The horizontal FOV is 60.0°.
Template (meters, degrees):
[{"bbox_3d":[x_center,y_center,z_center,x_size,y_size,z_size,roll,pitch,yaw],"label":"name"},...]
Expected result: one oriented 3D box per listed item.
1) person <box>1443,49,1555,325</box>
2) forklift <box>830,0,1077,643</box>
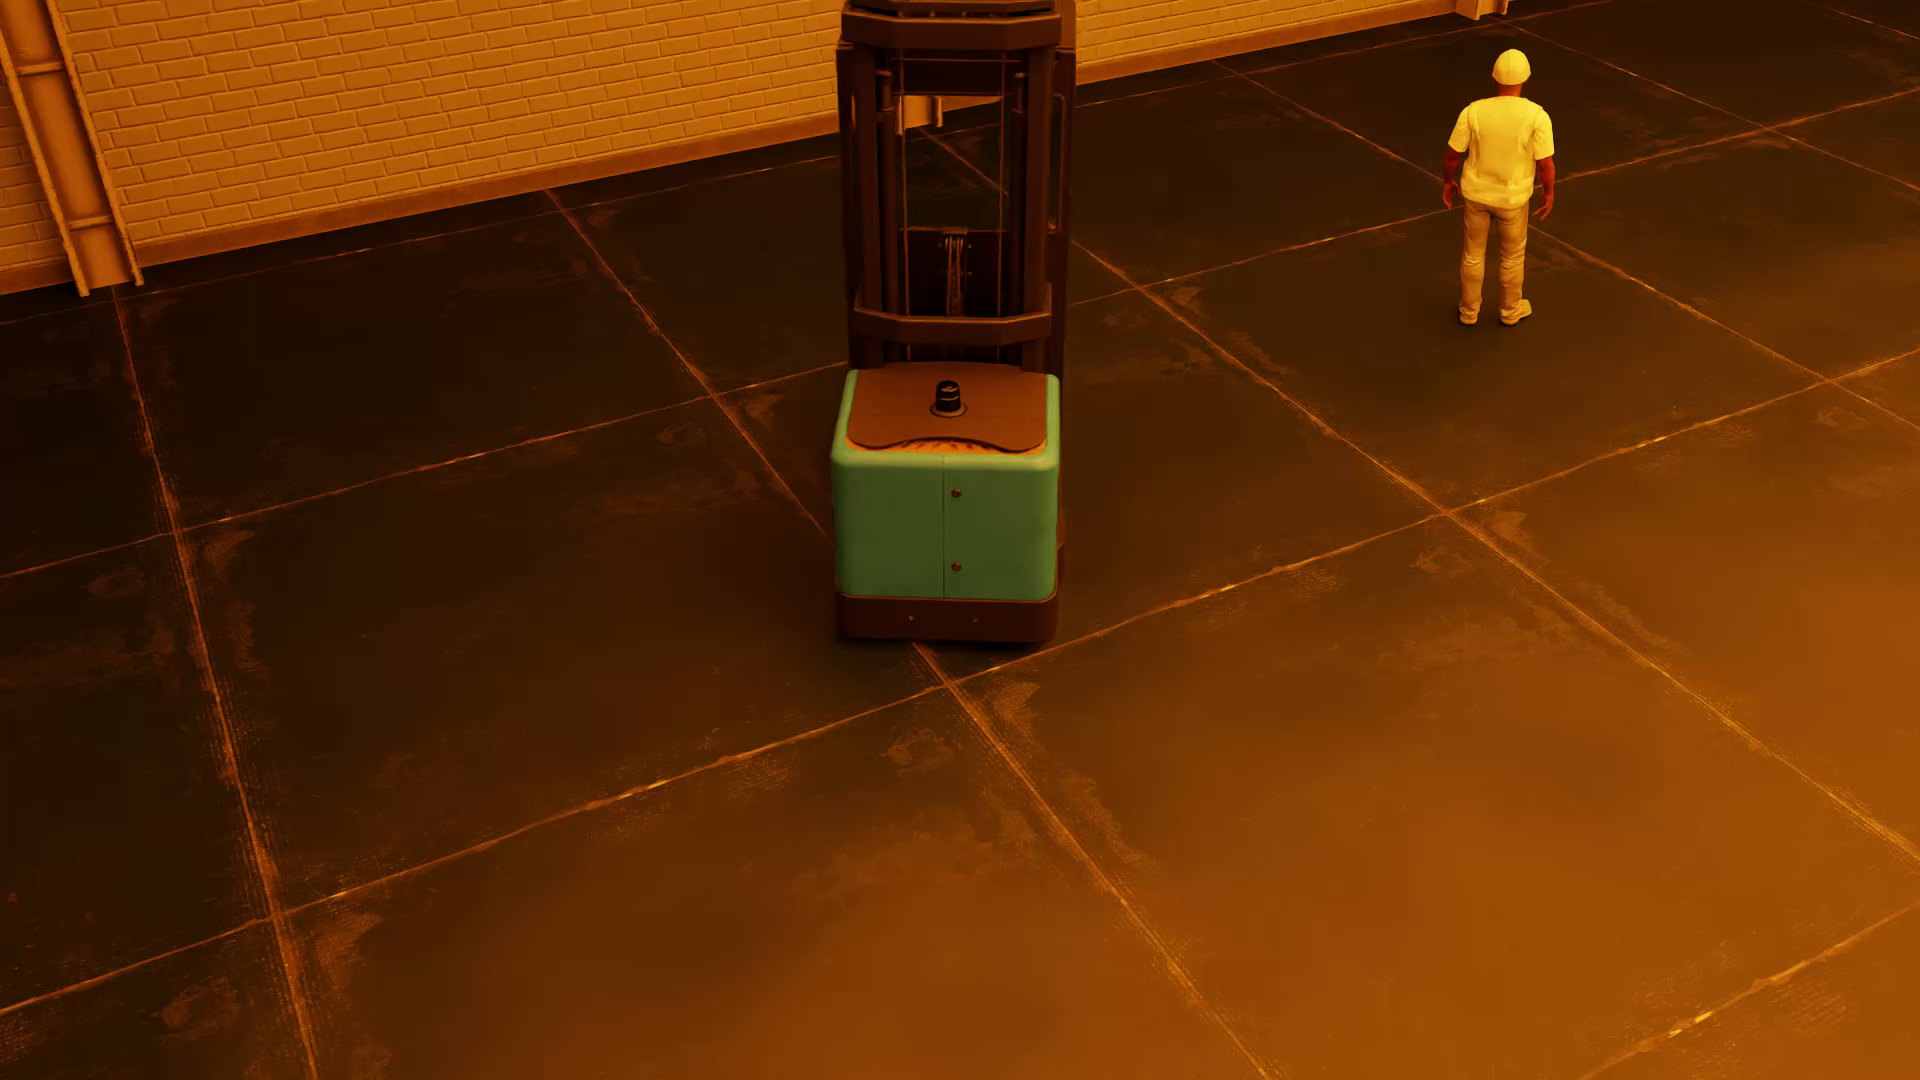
[{"bbox_3d":[3.296,-2.152,10.164,0.666,1.765,0.578,17,38,22],"label":"person"},{"bbox_3d":[-0.005,-1.537,8.297,1.130,2.935,3.031,2,35,2],"label":"forklift"}]
